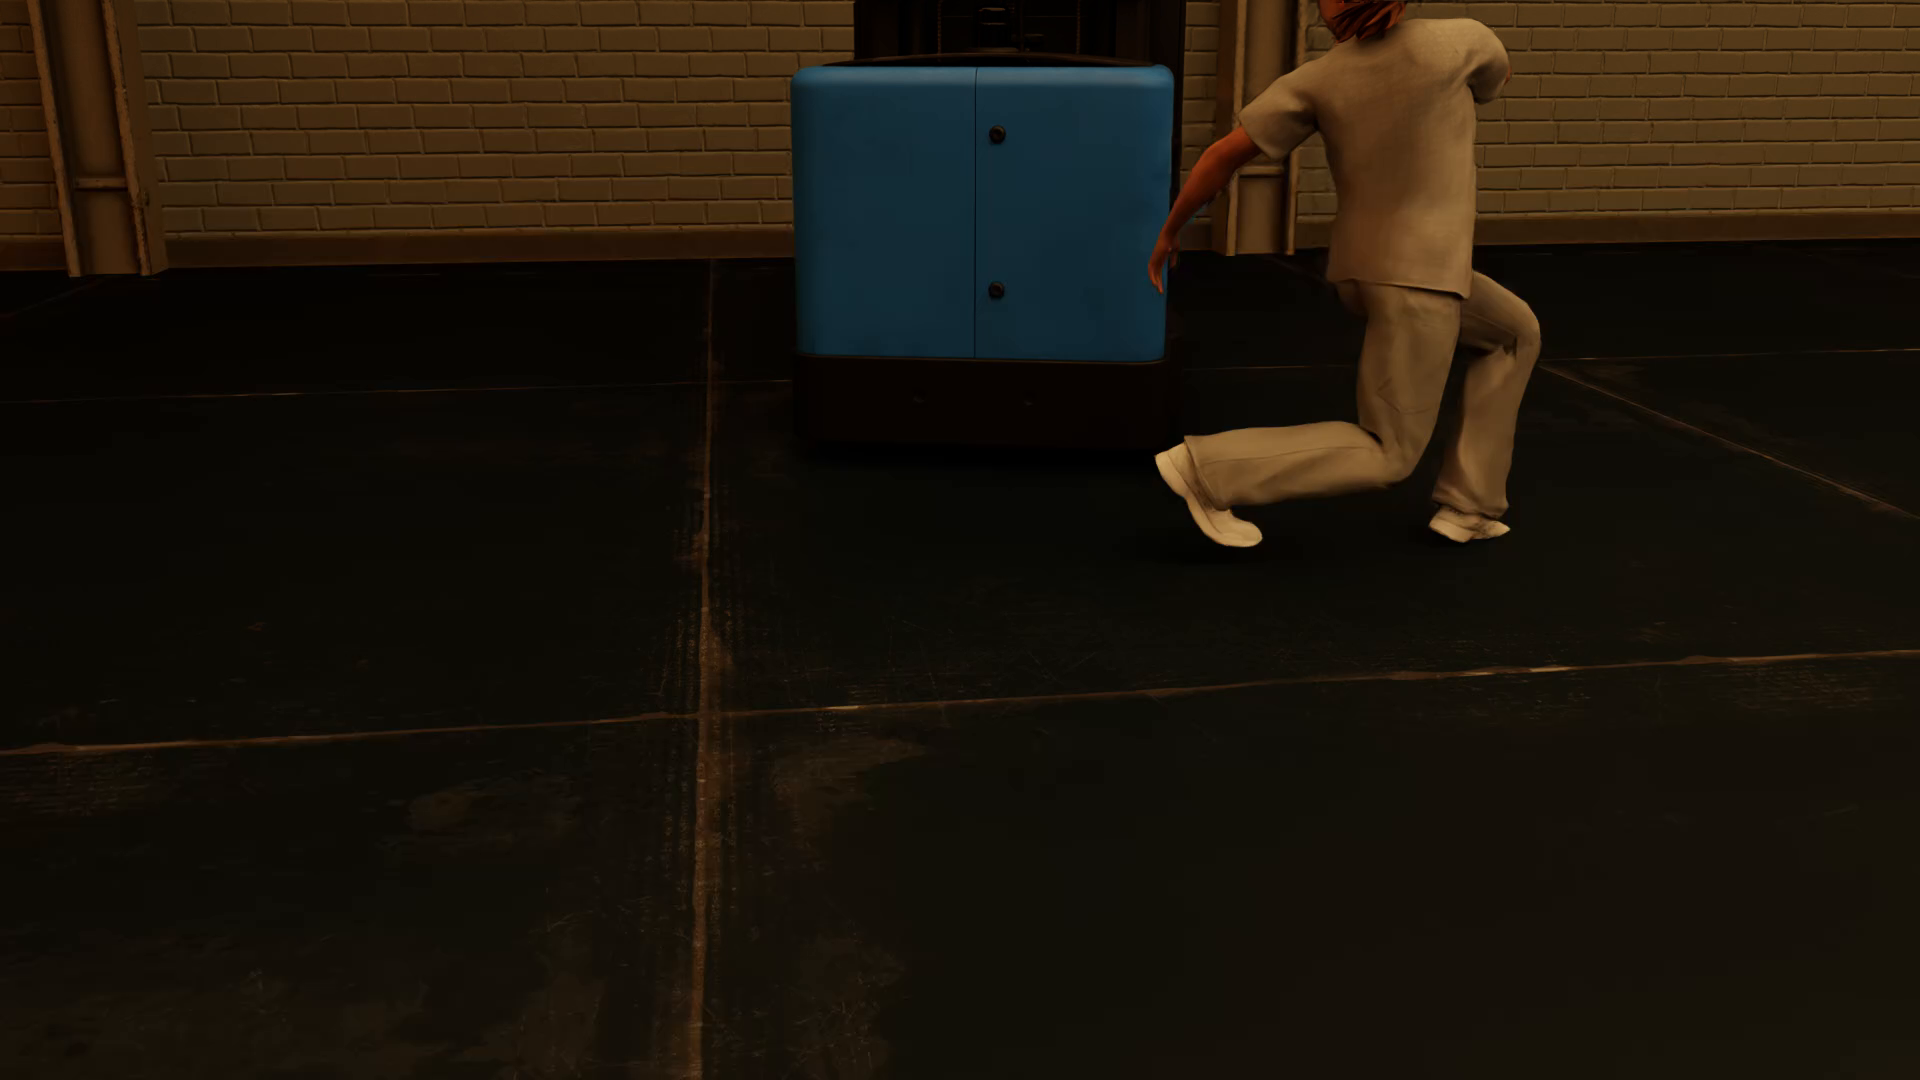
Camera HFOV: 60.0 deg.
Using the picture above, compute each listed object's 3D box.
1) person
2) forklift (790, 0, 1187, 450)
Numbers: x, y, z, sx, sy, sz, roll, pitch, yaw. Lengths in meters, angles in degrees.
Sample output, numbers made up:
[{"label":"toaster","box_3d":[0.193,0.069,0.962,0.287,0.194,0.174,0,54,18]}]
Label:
[{"label":"person","box_3d":[0.878,-0.658,3.805,0.942,1.447,0.666,-9,19,-27]},{"label":"forklift","box_3d":[0.225,-2.027,5.613,1.130,2.935,3.031,2,17,7]}]
